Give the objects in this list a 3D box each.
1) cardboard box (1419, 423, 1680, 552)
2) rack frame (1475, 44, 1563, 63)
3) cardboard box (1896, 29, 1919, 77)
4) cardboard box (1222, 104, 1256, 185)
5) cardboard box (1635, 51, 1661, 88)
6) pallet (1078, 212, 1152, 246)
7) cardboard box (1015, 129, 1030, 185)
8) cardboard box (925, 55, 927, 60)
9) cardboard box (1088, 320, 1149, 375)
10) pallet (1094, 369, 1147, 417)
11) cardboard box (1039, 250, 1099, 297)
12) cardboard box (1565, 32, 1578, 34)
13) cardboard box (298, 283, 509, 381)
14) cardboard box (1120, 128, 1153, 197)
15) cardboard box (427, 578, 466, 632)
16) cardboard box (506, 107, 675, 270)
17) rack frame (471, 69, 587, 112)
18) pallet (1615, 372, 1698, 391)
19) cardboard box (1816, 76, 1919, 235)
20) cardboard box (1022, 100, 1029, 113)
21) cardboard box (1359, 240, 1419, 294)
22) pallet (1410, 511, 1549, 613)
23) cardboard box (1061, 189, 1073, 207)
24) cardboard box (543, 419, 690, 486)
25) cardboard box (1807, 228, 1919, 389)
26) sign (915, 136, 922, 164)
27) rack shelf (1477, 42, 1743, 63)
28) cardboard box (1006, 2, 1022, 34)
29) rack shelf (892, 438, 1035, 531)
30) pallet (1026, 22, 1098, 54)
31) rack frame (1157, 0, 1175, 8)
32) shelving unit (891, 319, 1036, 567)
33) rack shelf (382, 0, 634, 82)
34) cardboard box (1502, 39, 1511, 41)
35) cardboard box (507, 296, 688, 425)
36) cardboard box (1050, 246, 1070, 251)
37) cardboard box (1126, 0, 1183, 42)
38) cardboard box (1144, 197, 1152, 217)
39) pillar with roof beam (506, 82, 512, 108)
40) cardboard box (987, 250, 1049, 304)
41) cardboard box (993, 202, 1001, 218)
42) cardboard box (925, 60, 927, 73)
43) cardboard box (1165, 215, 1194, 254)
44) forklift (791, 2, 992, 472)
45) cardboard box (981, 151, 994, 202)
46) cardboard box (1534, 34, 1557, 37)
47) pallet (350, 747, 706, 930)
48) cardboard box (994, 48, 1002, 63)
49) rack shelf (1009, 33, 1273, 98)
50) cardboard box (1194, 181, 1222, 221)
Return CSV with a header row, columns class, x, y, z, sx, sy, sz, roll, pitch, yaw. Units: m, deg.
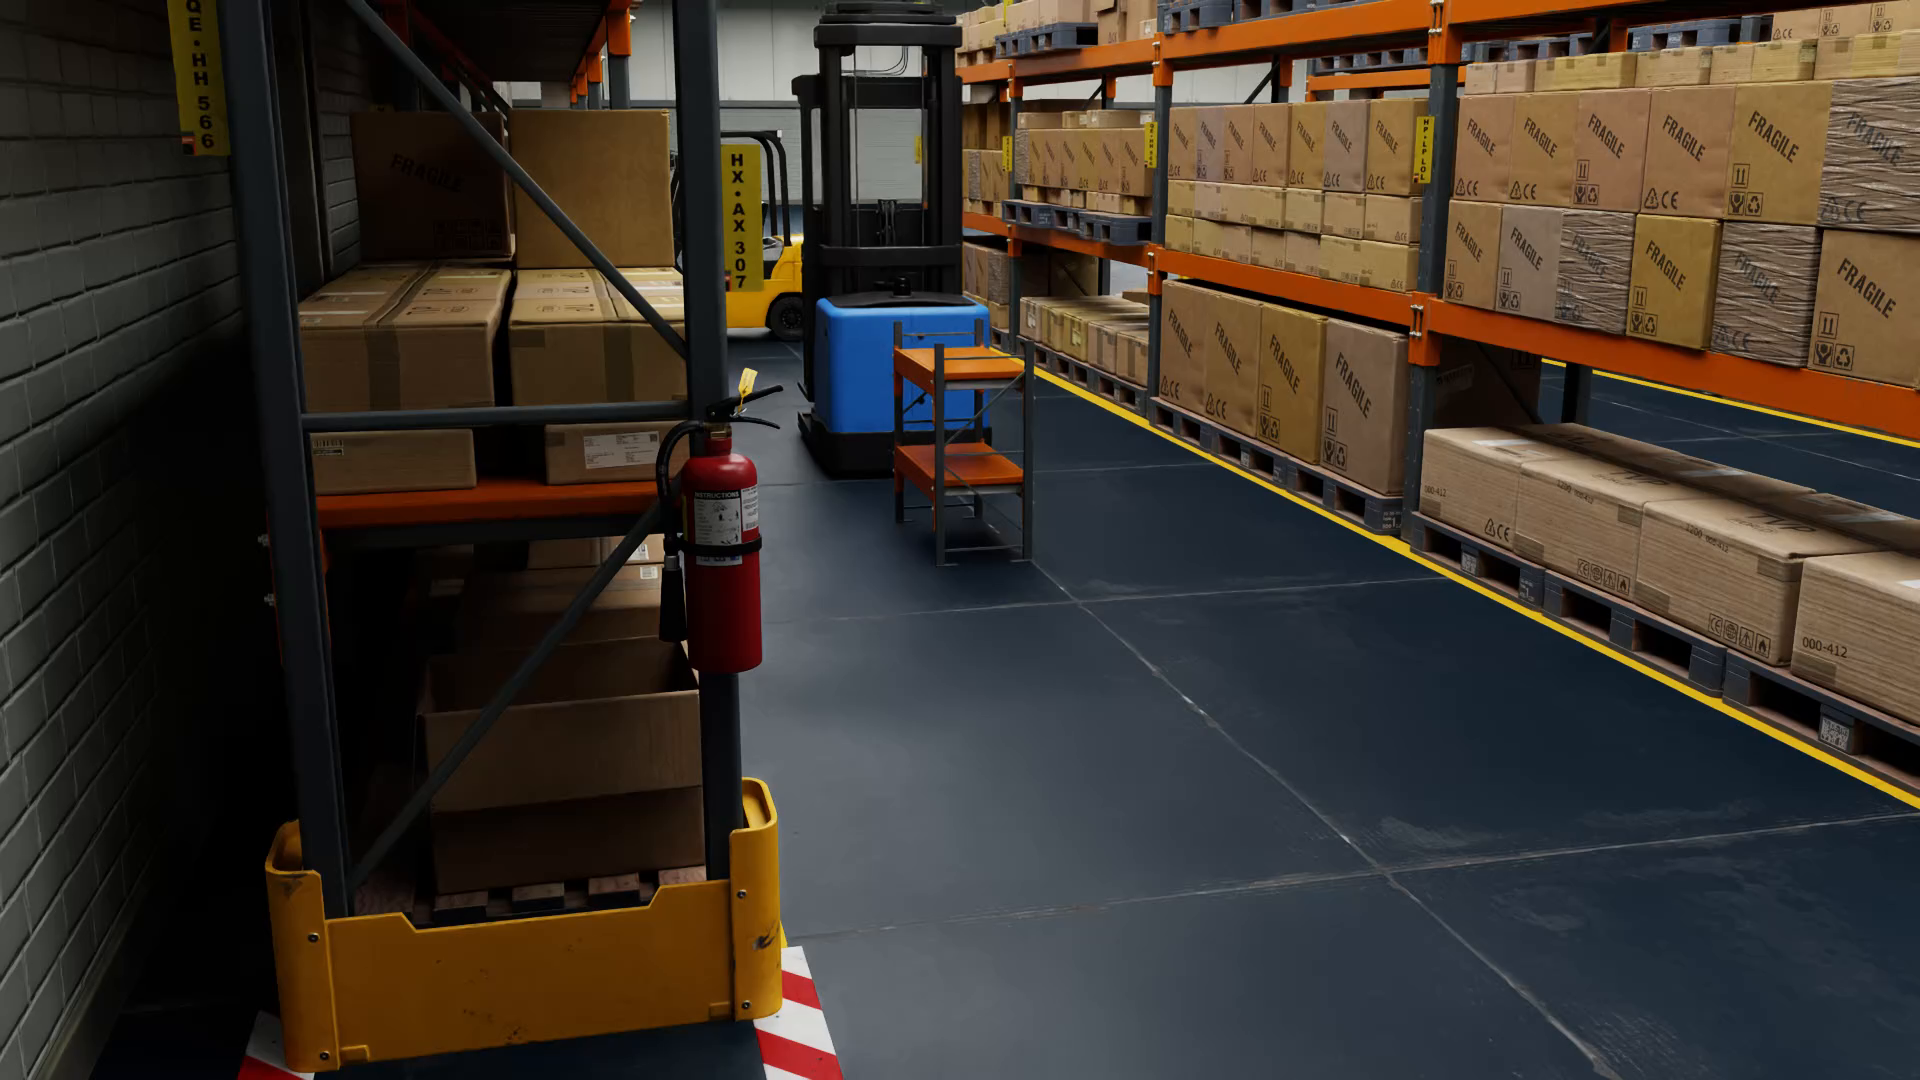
class,x,y,z,sx,sy,sz,roll,pitch,yaw
cardboard box,2.906,-0.279,8.265,0.875,0.438,0.875,-3,14,-14
rack frame,5.771,-3.616,17.406,1.000,3.000,0.127,-3,14,-13
cardboard box,3.298,-1.581,5.395,0.380,0.149,0.250,-3,14,-14
cardboard box,2.034,-2.567,10.794,0.500,0.500,0.500,-3,14,-12
cardboard box,3.033,-1.941,6.868,0.380,0.149,0.250,-3,14,-13
pallet,1.652,-2.459,13.076,1.213,0.211,1.003,-3,14,-13
cardboard box,0.815,-3.589,15.577,0.500,0.500,0.500,-3,14,-12
cardboard box,-0.097,-5.637,19.050,0.500,0.250,0.500,-4,14,-14
cardboard box,1.619,-1.622,13.897,0.950,0.372,0.625,-4,14,-14
pallet,1.741,-1.219,13.474,1.003,0.211,1.213,-3,14,-13
cardboard box,1.107,-2.700,16.988,0.500,0.500,0.500,-3,14,-11
cardboard box,5.774,-4.950,15.983,0.250,0.149,0.380,-3,14,-13
cardboard box,-1.508,-0.553,4.558,0.500,0.250,0.500,-3,14,-13
cardboard box,1.546,-2.880,12.673,0.500,0.500,0.500,-4,14,-15
cardboard box,-1.934,0.253,6.693,0.380,0.149,0.250,-3,14,-14
cardboard box,-1.219,-1.172,5.514,0.500,0.500,0.500,-3,14,-12
rack frame,-3.840,-3.039,15.046,1.000,3.000,0.127,-3,14,-13
pallet,6.599,-1.524,14.722,1.003,0.211,1.213,-3,14,-13
cardboard box,3.306,-1.299,5.608,0.500,0.500,0.500,-3,14,-13
cardboard box,0.992,-4.228,16.968,0.700,0.500,0.500,-3,14,-13
cardboard box,2.512,-1.488,9.011,0.500,0.250,0.500,-4,14,-15
pallet,2.965,0.063,8.223,1.003,0.211,1.213,-3,14,-13
cardboard box,1.085,-2.951,14.331,0.380,0.149,0.250,-3,14,-11
cardboard box,-0.833,-0.240,4.117,0.380,0.149,0.250,-3,14,-14
cardboard box,3.328,-0.810,5.711,0.500,0.500,0.500,-4,14,-14
sign,-0.483,-4.630,19.732,0.100,0.325,0.005,-3,14,-13
rack shelf,6.241,-4.262,15.247,1.077,0.370,4.000,-3,14,-13
cardboard box,0.731,-4.748,15.150,0.500,0.250,0.500,-4,14,-15
rack shelf,0.002,-0.307,8.845,0.538,0.278,1.000,-3,14,-13
pallet,1.272,-4.295,14.262,1.213,0.211,1.003,-3,14,-13
rack frame,1.923,-5.308,11.693,1.000,3.000,0.127,-3,14,-13
shelving unit,0.002,-0.545,8.787,0.538,1.125,1.048,-3,14,-13
rack shelf,-2.431,-2.762,9.110,1.077,0.370,4.000,-3,14,-13
cardboard box,5.954,-5.366,17.684,0.380,0.149,0.250,-3,14,-13
cardboard box,-0.867,-0.462,4.187,0.500,0.250,0.500,-3,14,-13
cardboard box,1.136,-3.048,17.043,0.380,0.149,0.250,-3,14,-12
cardboard box,1.710,-4.119,12.934,0.700,0.500,0.500,-3,14,-13
cardboard box,1.617,-2.538,12.640,0.380,0.149,0.250,-3,14,-11
pillar with roof beam,-8.353,-13.826,46.558,9.100,9.000,0.400,-3,14,-13
cardboard box,0.584,-2.671,16.867,0.500,0.500,0.500,-3,14,-14
cardboard box,0.547,-3.309,16.679,0.380,0.149,0.250,-3,14,-12
cardboard box,-0.194,-5.480,19.245,0.380,0.149,0.250,-3,14,-13
cardboard box,1.793,-2.194,11.903,0.500,0.250,0.500,-4,14,-14
forklift,-0.570,-2.157,11.579,1.130,2.935,3.031,-3,14,-10
cardboard box,0.510,-3.717,16.982,0.500,0.500,0.500,-3,14,-11
cardboard box,5.671,-5.107,16.378,0.258,0.266,0.396,-4,14,-14
pallet,-1.228,0.883,4.870,1.003,0.211,1.213,-3,14,-13
cardboard box,0.556,-4.828,16.578,0.380,0.149,0.250,-3,14,-13
rack shelf,1.453,-3.963,14.023,1.077,0.370,4.000,-3,14,-13
cardboard box,1.922,-2.314,11.340,0.500,0.250,0.500,-3,14,-12
